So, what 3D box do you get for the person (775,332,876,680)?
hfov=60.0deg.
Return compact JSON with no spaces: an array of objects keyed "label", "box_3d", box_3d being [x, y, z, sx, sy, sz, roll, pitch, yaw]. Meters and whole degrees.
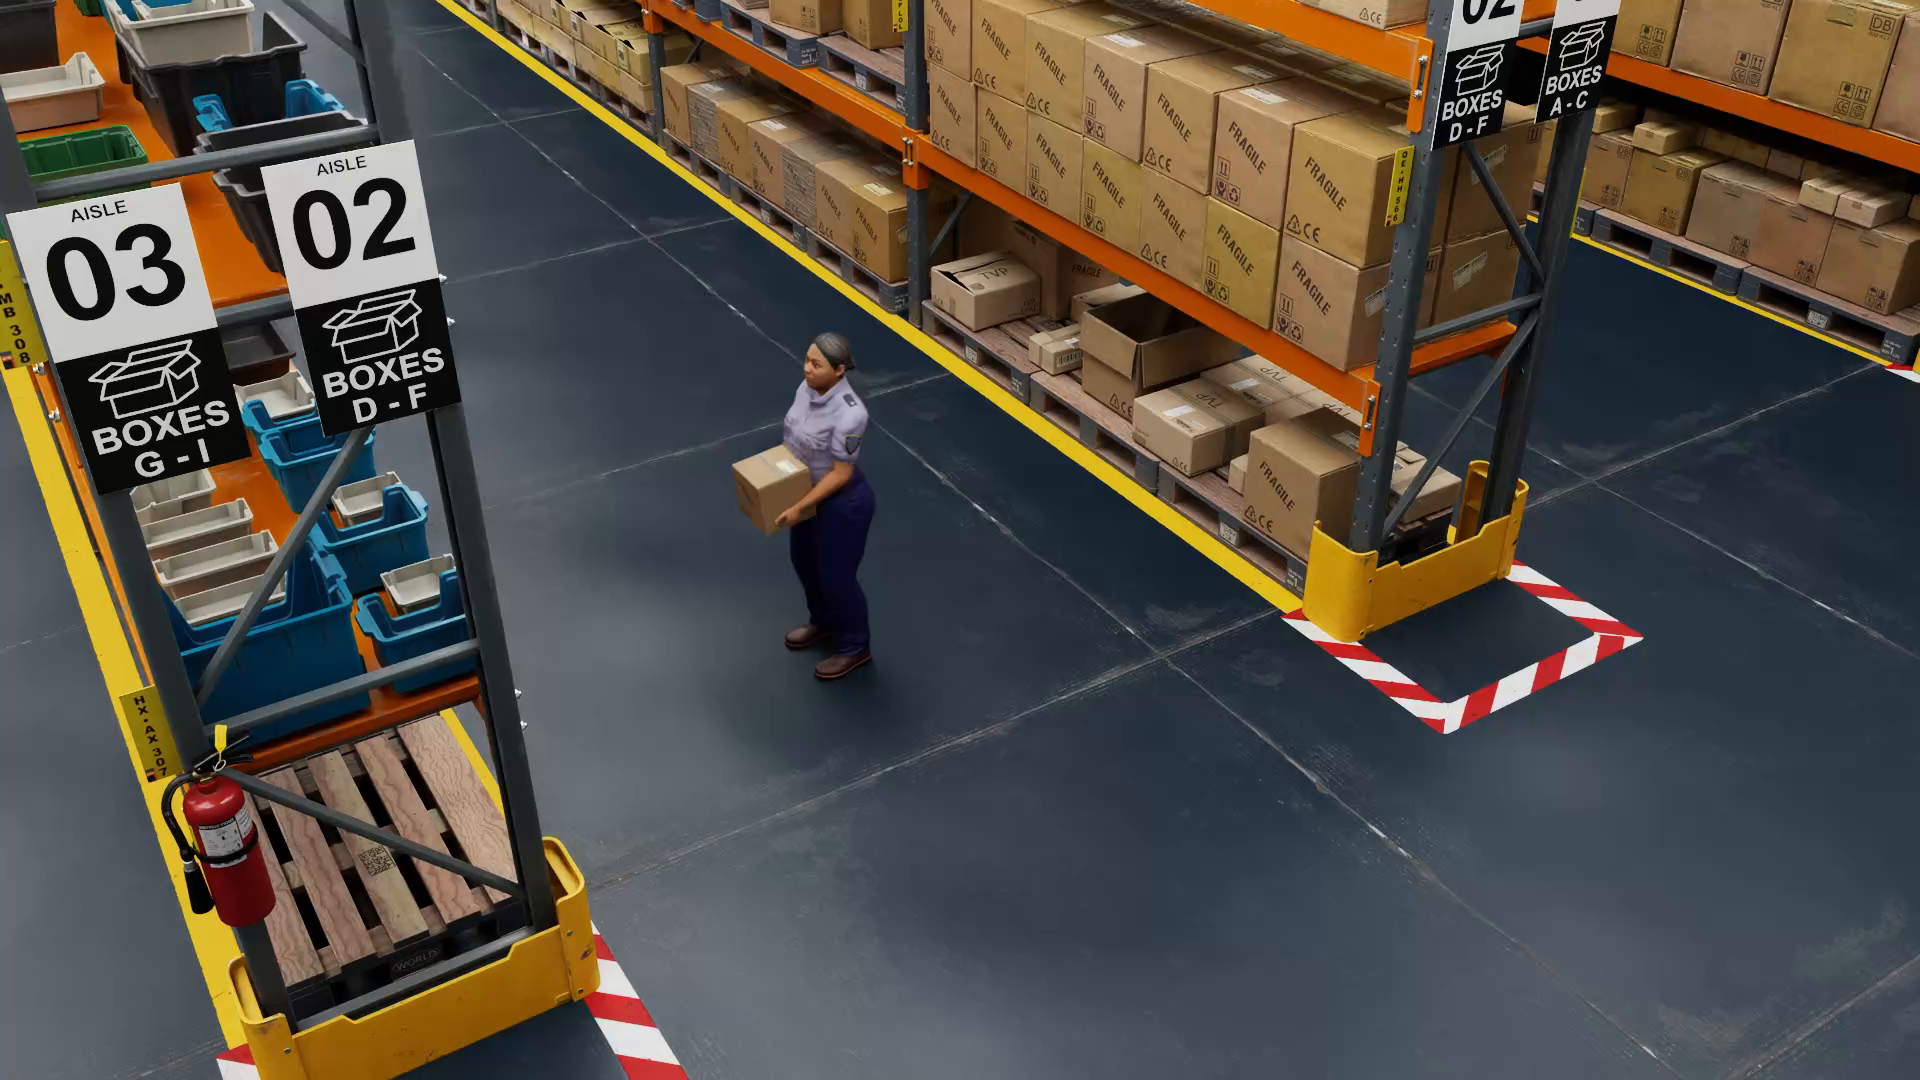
[{"label":"person","box_3d":[-0.650,-0.145,7.375,0.511,1.647,0.471,-19,38,-27]}]
